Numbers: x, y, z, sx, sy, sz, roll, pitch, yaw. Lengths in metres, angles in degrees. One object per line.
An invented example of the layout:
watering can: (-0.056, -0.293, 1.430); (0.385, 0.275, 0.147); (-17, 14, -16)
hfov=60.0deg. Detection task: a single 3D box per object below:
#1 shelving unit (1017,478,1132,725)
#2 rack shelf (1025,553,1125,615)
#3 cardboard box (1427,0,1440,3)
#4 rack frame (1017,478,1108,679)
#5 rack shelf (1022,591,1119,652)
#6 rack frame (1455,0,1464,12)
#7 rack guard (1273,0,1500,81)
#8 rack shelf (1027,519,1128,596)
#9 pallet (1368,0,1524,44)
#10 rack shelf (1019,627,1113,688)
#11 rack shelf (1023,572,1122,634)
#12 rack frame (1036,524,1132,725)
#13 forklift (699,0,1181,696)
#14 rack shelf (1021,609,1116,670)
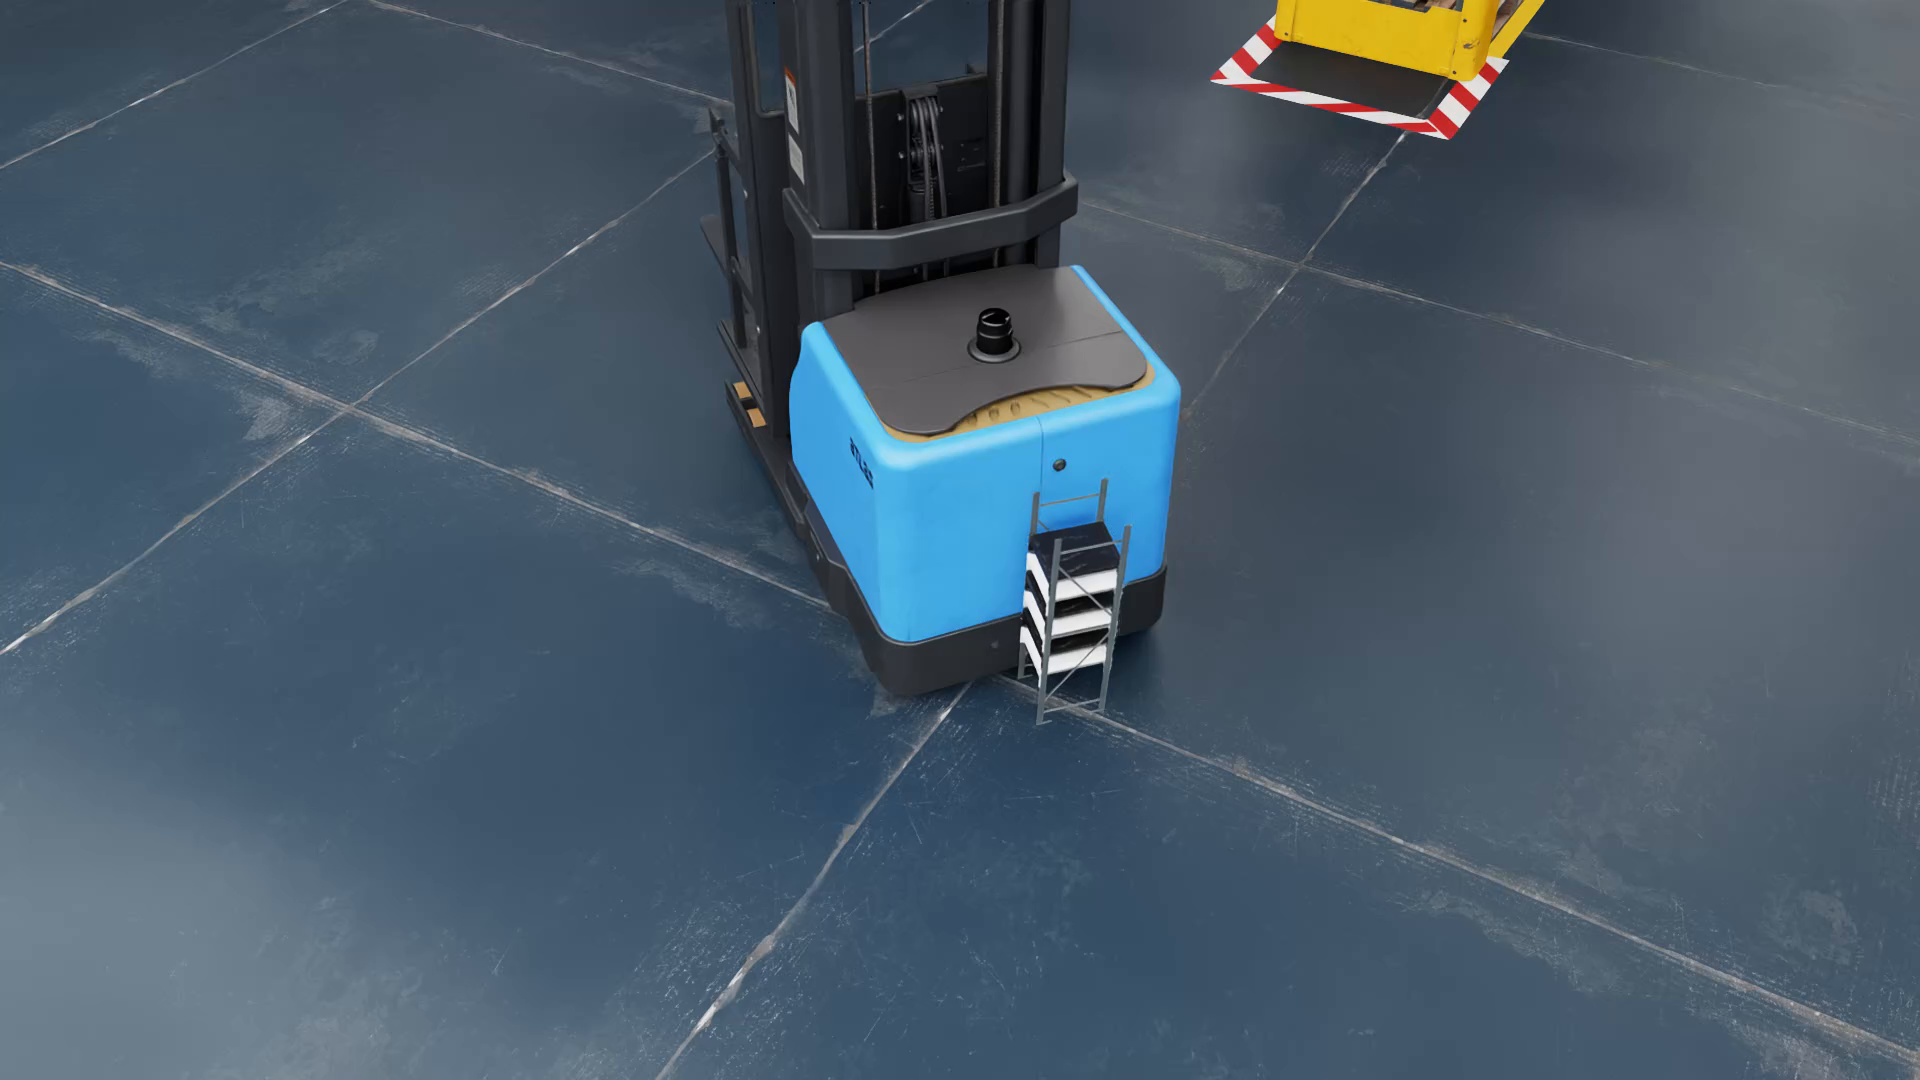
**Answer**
shelving unit: (0.353, 0.214, 5.313); (0.258, 0.900, 0.210); (-11, 48, -12)
rack shelf: (0.358, 0.114, 5.206); (0.258, 0.077, 0.200); (-11, 48, -12)
cardboard box: (2.655, -3.439, 9.459); (0.500, 0.500, 0.500); (30, 49, 29)
rack frame: (0.325, 0.143, 5.379); (0.240, 0.900, 0.006); (-11, 48, -12)
rack shelf: (0.352, 0.237, 5.337); (0.258, 0.077, 0.200); (-11, 48, -12)
rack frame: (2.328, -3.868, 8.372); (1.000, 3.000, 0.127); (21, 45, 22)
rack guard: (2.366, -2.973, 9.248); (1.175, 0.500, 0.348); (21, 45, 22)
rack shelf: (0.360, 0.052, 5.141); (0.258, 0.077, 0.200); (-11, 48, -12)
pallet: (2.803, -3.318, 9.858); (1.003, 0.211, 1.213); (21, 45, 22)
rack shelf: (0.347, 0.360, 5.468); (0.258, 0.077, 0.200); (-11, 48, -12)
rack shelf: (0.355, 0.176, 5.272); (0.258, 0.077, 0.200); (-11, 48, -12)
rack frame: (0.382, 0.286, 5.247); (0.240, 0.900, 0.006); (-11, 48, -12)
forklift: (-0.309, -1.561, 5.805); (1.130, 2.935, 3.031); (-15, 44, -16)
rack shelf: (0.350, 0.299, 5.403); (0.258, 0.077, 0.200); (-11, 48, -12)
